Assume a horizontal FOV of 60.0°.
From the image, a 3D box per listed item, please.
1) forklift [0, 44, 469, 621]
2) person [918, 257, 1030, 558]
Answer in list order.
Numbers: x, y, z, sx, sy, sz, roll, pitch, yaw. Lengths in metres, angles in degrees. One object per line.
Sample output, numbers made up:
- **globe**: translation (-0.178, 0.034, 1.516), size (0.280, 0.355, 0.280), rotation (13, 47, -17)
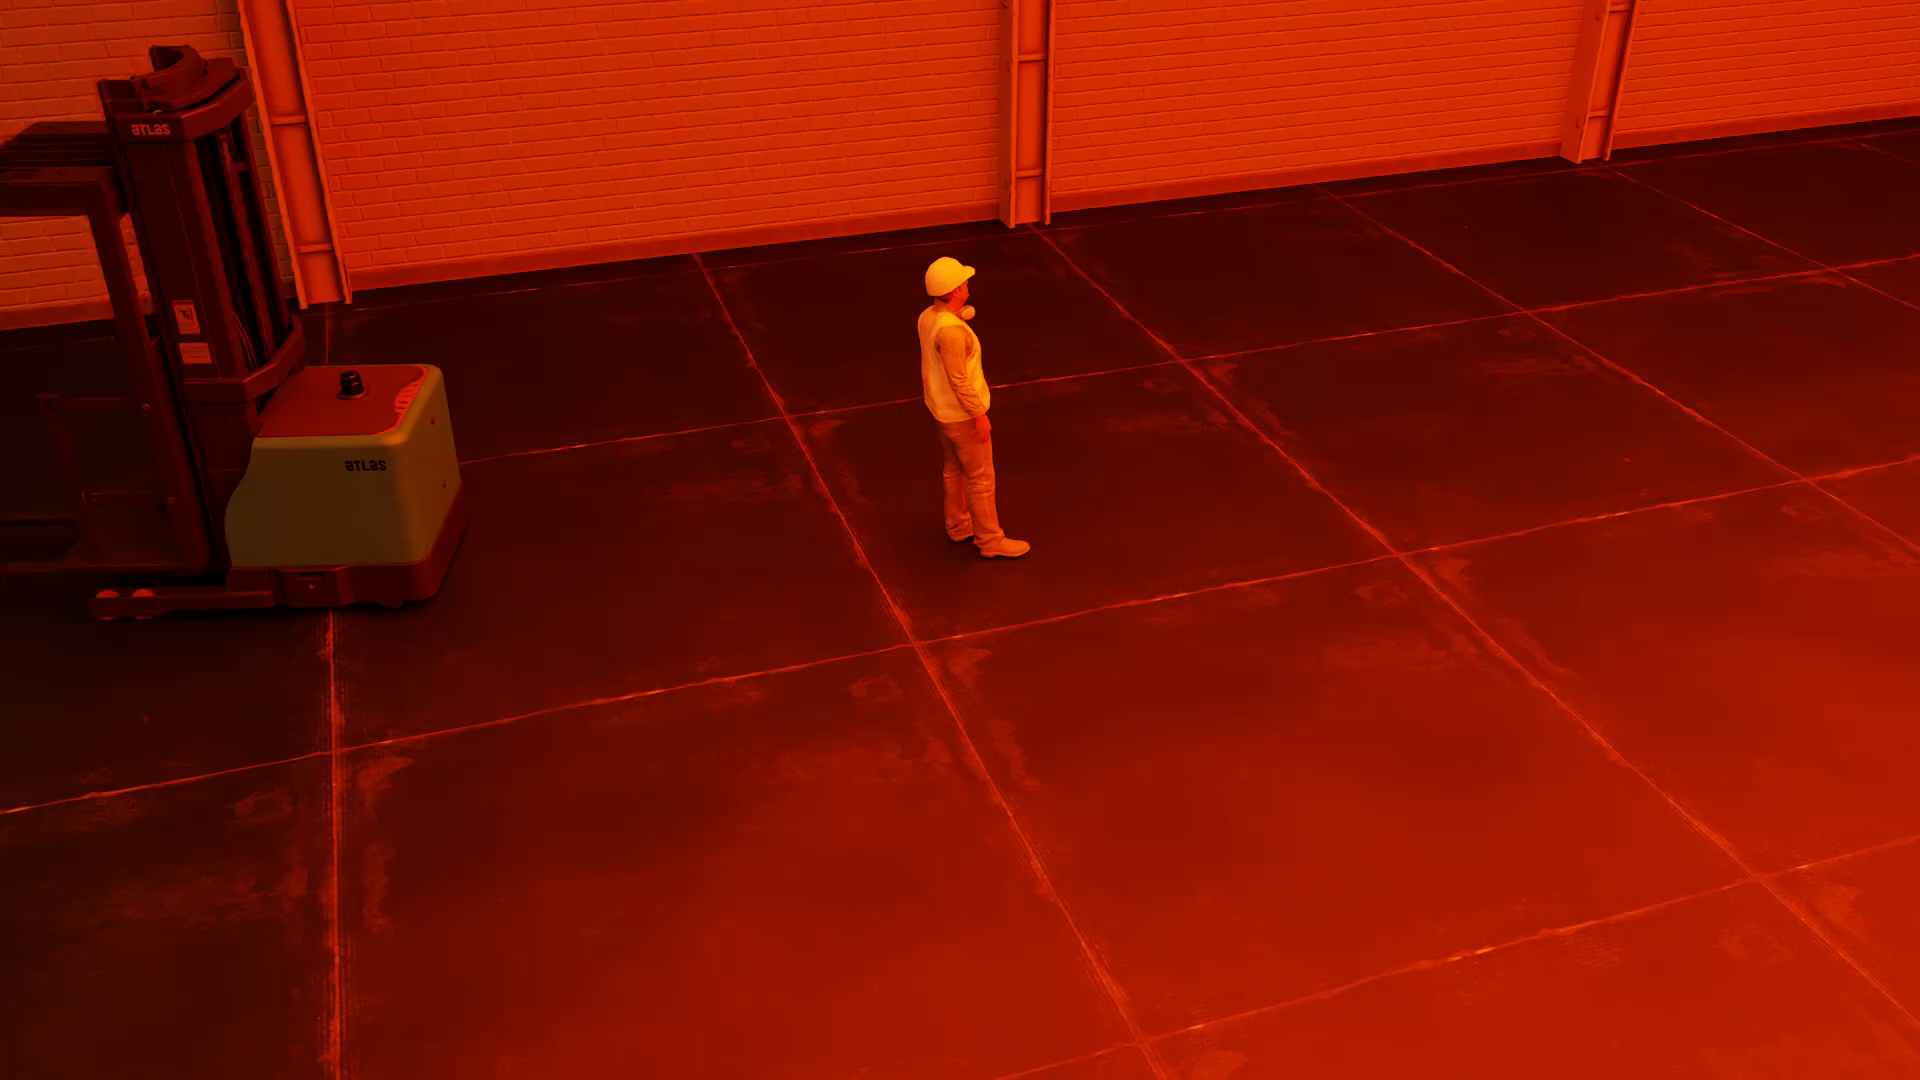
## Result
- **forklift**: translation (-4.477, -1.094, 8.988), size (3.031, 2.935, 1.130), rotation (-1, 30, -2)
- **person**: translation (0.061, -0.781, 9.590), size (0.568, 1.773, 0.632), rotation (-10, 31, -16)
